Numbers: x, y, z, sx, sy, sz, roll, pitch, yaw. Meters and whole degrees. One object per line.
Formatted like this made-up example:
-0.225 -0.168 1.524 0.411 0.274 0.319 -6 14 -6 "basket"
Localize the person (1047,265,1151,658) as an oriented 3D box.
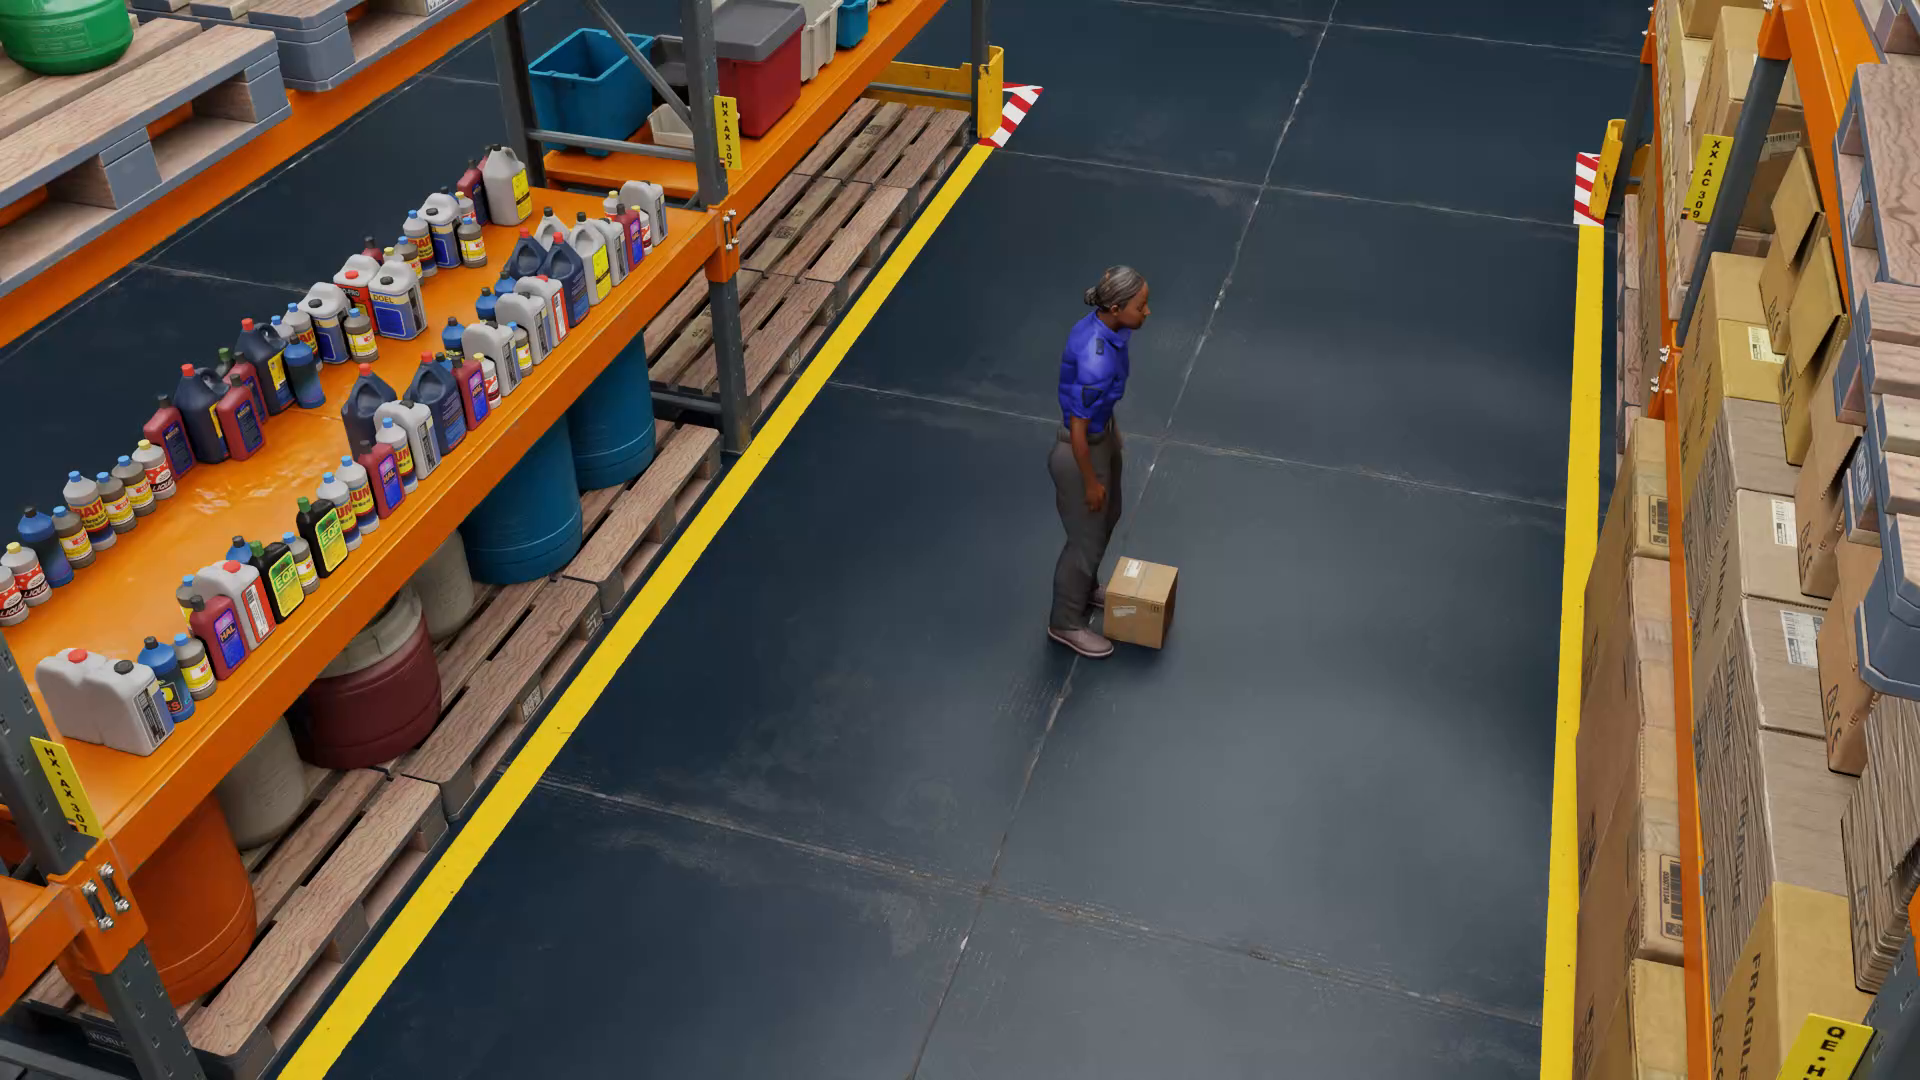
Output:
0.534 -0.334 6.593 0.346 1.656 0.529 9 38 12 "person"
